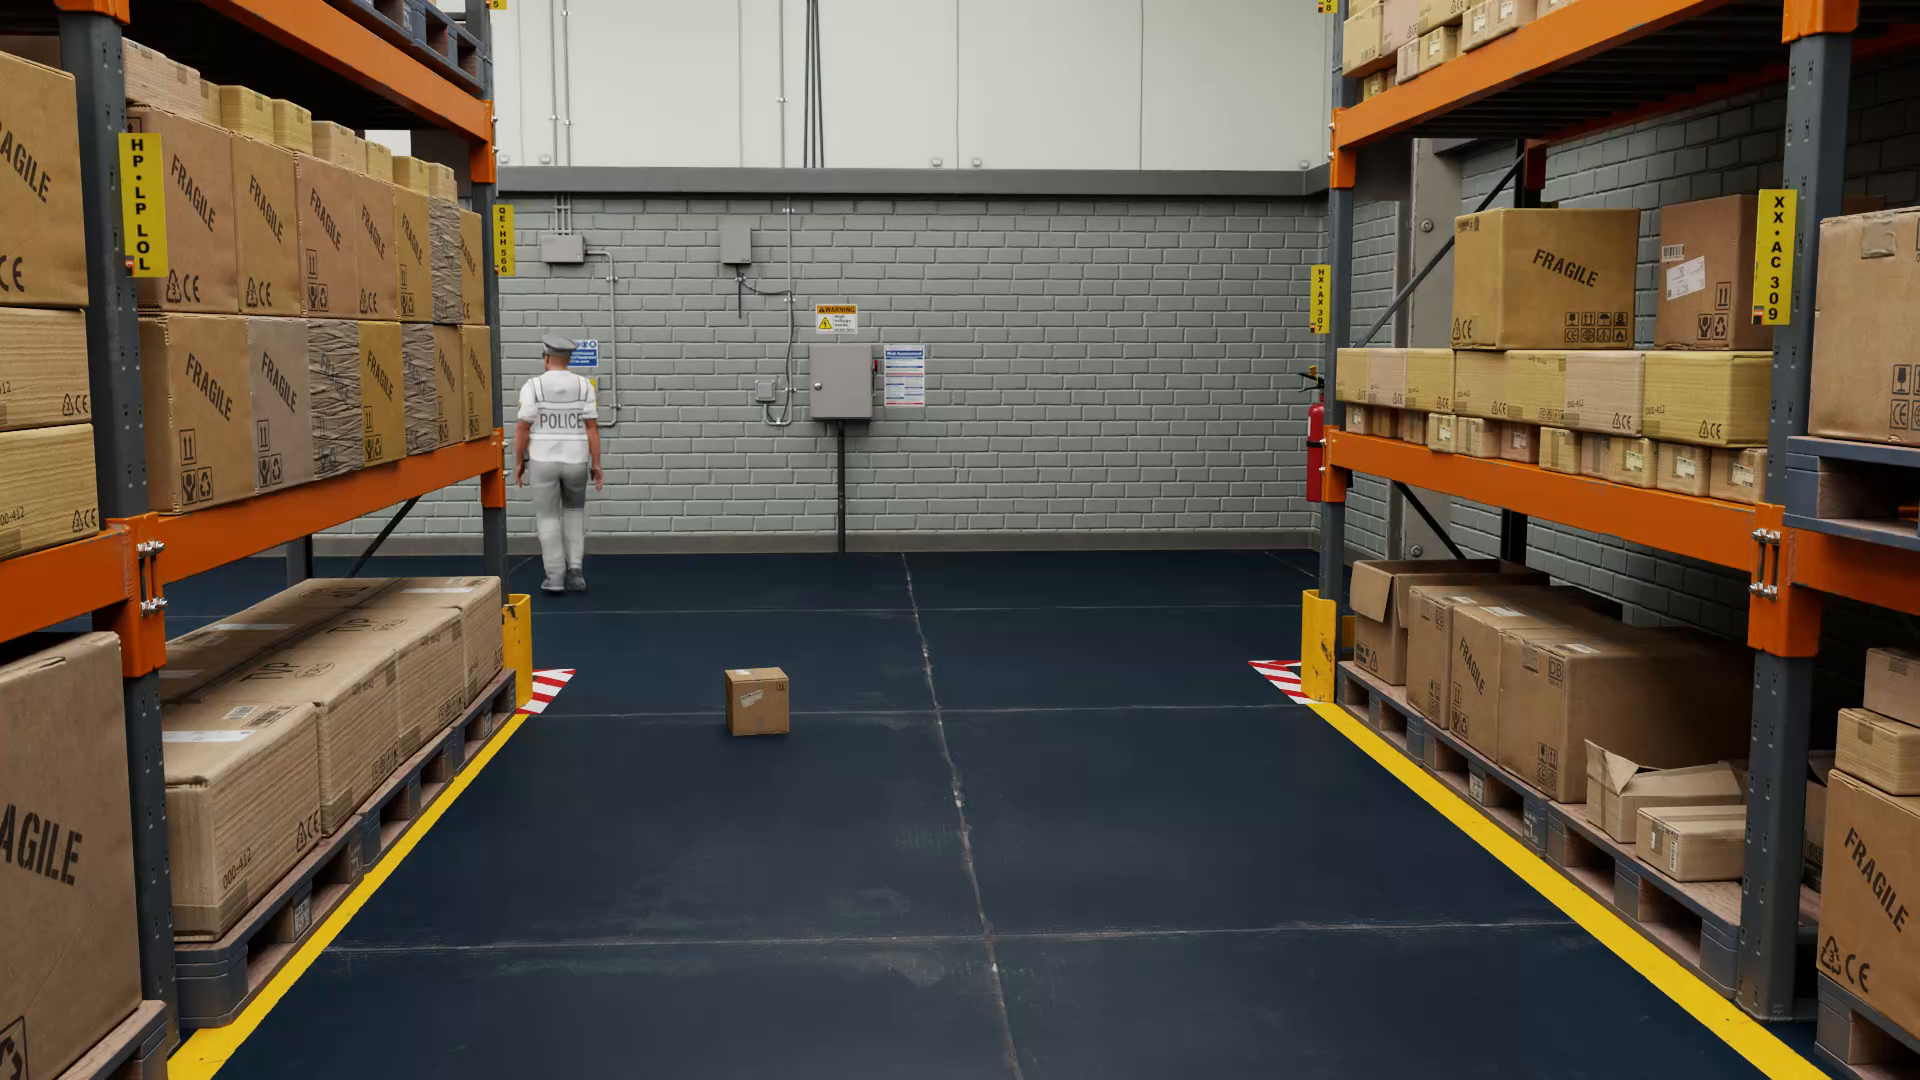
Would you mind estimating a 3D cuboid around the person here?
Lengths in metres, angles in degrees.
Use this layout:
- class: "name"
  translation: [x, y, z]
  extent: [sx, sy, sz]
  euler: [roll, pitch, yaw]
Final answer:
- class: "person"
  translation: [-2.778, -0.502, 11.440]
  extent: [0.573, 1.828, 0.492]
  euler: [-4, 8, -28]
